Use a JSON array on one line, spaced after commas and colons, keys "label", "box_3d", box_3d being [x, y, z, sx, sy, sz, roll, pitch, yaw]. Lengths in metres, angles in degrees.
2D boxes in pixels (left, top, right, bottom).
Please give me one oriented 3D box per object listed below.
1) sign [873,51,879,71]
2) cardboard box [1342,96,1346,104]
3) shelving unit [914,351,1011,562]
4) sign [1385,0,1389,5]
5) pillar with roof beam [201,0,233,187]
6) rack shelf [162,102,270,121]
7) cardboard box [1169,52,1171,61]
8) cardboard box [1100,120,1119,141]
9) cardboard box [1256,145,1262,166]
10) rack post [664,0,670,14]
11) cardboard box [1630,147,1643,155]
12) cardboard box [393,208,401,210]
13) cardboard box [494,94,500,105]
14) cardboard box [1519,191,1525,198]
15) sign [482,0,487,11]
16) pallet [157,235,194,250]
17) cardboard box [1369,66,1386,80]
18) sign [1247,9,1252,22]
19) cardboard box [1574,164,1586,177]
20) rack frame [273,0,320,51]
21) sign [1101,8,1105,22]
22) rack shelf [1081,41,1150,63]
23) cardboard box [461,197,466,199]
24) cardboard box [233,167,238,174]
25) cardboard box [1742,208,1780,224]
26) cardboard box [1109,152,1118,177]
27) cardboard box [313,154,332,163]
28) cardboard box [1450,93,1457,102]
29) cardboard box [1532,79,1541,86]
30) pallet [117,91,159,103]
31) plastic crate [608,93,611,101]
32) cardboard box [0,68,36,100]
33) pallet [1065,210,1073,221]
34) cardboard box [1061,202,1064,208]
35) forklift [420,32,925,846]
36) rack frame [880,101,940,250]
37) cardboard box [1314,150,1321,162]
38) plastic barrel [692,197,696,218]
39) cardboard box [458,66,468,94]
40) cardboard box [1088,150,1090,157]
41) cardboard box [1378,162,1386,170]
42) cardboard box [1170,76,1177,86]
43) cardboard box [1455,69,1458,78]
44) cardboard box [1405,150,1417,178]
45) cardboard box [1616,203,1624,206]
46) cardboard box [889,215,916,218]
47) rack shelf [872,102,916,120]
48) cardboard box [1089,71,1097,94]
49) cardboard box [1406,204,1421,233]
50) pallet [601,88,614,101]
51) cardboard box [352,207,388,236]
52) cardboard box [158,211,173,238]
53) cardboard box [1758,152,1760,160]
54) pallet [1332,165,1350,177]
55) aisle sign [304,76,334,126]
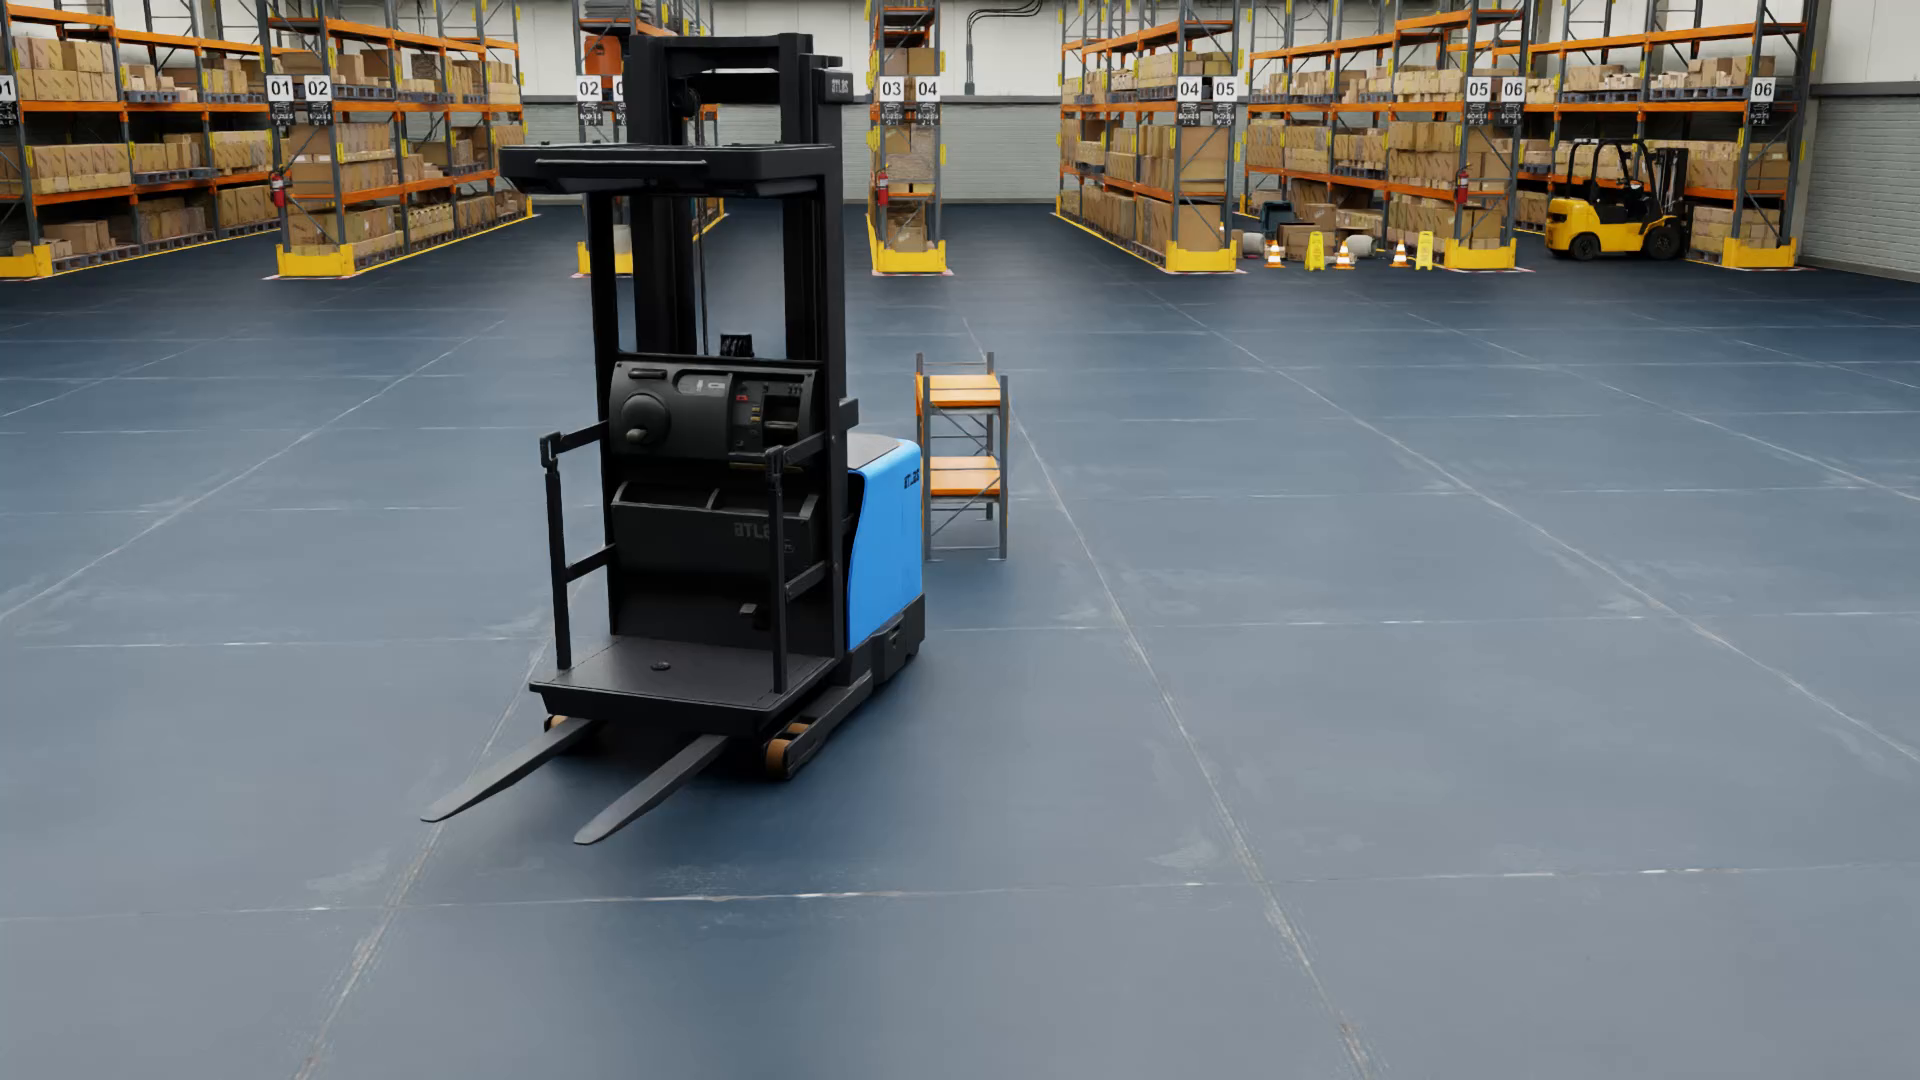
[{"label": "sign", "box_3d": [-1.389, -7.915, 27.472, 0.100, 0.325, 0.005, -1, 14, -3]}, {"label": "cardboard box", "box_3d": [8.411, -9.430, 35.640, 0.380, 0.149, 0.250, -1, 14, -3]}, {"label": "shelving unit", "box_3d": [0.000, -0.546, 10.393, 0.538, 1.125, 1.048, -1, 14, -3]}, {"label": "sign", "box_3d": [9.102, -11.586, 35.465, 0.100, 0.325, 0.005, -1, 14, -3]}, {"label": "pillar with roof beam", "box_3d": [-13.019, -11.925, 38.813, 9.100, 9.000, 0.400, -1, 14, -3]}, {"label": "rack shelf", "box_3d": [-16.285, -9.399, 36.460, 1.077, 0.370, 4.000, -1, 14, -3]}, {"label": "cardboard box", "box_3d": [3.749, -8.198, 28.210, 0.380, 0.149, 0.250, -1, 14, -3]}, {"label": "cardboard box", "box_3d": [3.595, -9.865, 40.046, 0.500, 0.500, 0.500, -1, 14, -2]}, {"label": "cardboard box", "box_3d": [7.882, -9.842, 42.556, 0.500, 0.500, 0.500, -1, 14, -4]}, {"label": "rack post", "box_3d": [-6.419, -11.297, 35.341, 0.624, 0.289, 0.986, -1, 14, -3]}, {"label": "cardboard box", "box_3d": [13.520, -7.706, 32.956, 0.380, 0.149, 0.250, 0, 14, -2]}, {"label": "cardboard box", "box_3d": [-11.375, -6.498, 33.311, 0.500, 0.311, 0.500, -1, 14, -4]}, {"label": "cardboard box", "box_3d": [-11.275, -10.499, 39.591, 0.500, 0.250, 0.500, -1, 14, -3]}, {"label": "cardboard box", "box_3d": [13.178, -8.013, 38.522, 0.380, 0.149, 0.250, -2, 15, -6]}, {"label": "sign", "box_3d": [-10.911, -12.314, 38.133, 0.100, 0.325, 0.005, -1, 14, -3]}, {"label": "pallet", "box_3d": [-16.041, -5.950, 33.227, 1.003, 0.211, 1.213, -1, 14, -3]}, {"label": "cardboard box", "box_3d": [8.561, -9.406, 33.499, 0.500, 0.250, 0.500, -1, 14, -3]}, {"label": "sign", "box_3d": [7.512, -13.597, 43.119, 0.100, 0.325, 0.005, -1, 14, -3]}, {"label": "cardboard box", "box_3d": [13.364, -7.817, 35.190, 0.500, 0.250, 0.500, -1, 14, -5]}, {"label": "rack frame", "box_3d": [-16.657, -12.692, 41.796, 1.000, 3.000, 0.127, -1, 14, -3]}, {"label": "sign", "box_3d": [3.687, -13.506, 42.765, 0.100, 0.325, 0.005, -1, 14, -3]}, {"label": "rack shelf", "box_3d": [3.503, -10.939, 37.228, 1.077, 0.370, 4.000, -1, 14, -3]}, {"label": "cardboard box", "box_3d": [-11.634, -7.615, 38.238, 0.500, 0.500, 0.500, -1, 14, -3]}, {"label": "cardboard box", "box_3d": [-16.058, -8.090, 36.414, 0.380, 0.149, 0.250, -1, 14, -3]}, {"label": "cardboard box", "box_3d": [14.170, -5.746, 29.507, 0.500, 0.250, 0.500, -1, 14, -4]}, {"label": "cardboard box", "box_3d": [3.420, -7.884, 34.949, 0.500, 0.500, 0.500, -1, 14, -4]}, {"label": "cardboard box", "box_3d": [-10.531, -6.348, 27.678, 0.380, 0.149, 0.250, -1, 14, -4]}, {"label": "cardboard box", "box_3d": [8.708, -7.667, 28.788, 0.380, 0.149, 0.250, -1, 14, -3]}, {"label": "cardboard box", "box_3d": [13.136, -10.315, 37.482, 0.380, 0.149, 0.250, -1, 14, -5]}, {"label": "pallet", "box_3d": [-15.845, -8.319, 31.197, 1.213, 0.211, 1.003, -1, 14, -3]}, {"label": "plastic crate", "box_3d": [-6.196, -7.875, 29.126, 0.392, 0.384, 0.575, -1, 14, -3]}, {"label": "cardboard box", "box_3d": [-15.436, -7.405, 27.028, 0.500, 0.500, 0.500, -1, 14, -2]}, {"label": "pallet", "box_3d": [3.224, -8.193, 41.945, 1.003, 0.211, 1.213, -1, 14, -3]}, {"label": "cardboard box", "box_3d": [2.845, -8.755, 43.413, 0.380, 0.149, 0.250, -1, 14, -2]}, {"label": "forklift", "box_3d": [-1.112, -0.558, 6.814, 1.130, 2.935, 3.031, 5, 15, 17]}, {"label": "rack frame", "box_3d": [-0.834, -6.037, 27.970, 1.000, 3.000, 0.127, -1, 14, -3]}, {"label": "cardboard box", "box_3d": [8.242, -8.593, 37.202, 0.500, 0.250, 0.500, -1, 14, -5]}, {"label": "plastic barrel", "box_3d": [-6.504, -7.996, 38.954, 0.600, 0.901, 0.708, -1, 14, -3]}, {"label": "cardboard box", "box_3d": [-11.443, -10.330, 37.391, 0.600, 0.600, 0.600, -1, 14, -4]}, {"label": "cardboard box", "box_3d": [3.077, -8.676, 37.289, 0.380, 0.149, 0.250, -1, 14, -4]}, {"label": "cardboard box", "box_3d": [8.502, -7.390, 32.890, 0.380, 0.149, 0.250, -1, 14, -3]}, {"label": "cardboard box", "box_3d": [3.764, -7.749, 28.063, 0.380, 0.149, 0.250, -1, 14, -4]}, {"label": "cardboard box", "box_3d": [8.764, -8.051, 28.683, 0.380, 0.149, 0.250, -1, 14, -2]}, {"label": "cardboard box", "box_3d": [8.631, -7.014, 30.969, 0.500, 0.500, 0.500, -1, 14, -4]}, {"label": "cardboard box", "box_3d": [13.720, -6.445, 33.479, 0.875, 0.625, 0.625, 0, 14, -1]}, {"label": "cardboard box", "box_3d": [-1.097, -5.924, 31.706, 0.500, 0.500, 0.500, -1, 14, -5]}, {"label": "rack shelf", "box_3d": [-1.206, -8.633, 33.485, 1.077, 0.370, 4.000, -1, 14, -3]}, {"label": "cardboard box", "box_3d": [3.344, -10.393, 37.829, 0.797, 0.503, 0.637, -1, 14, -4]}, {"label": "cardboard box", "box_3d": [8.652, -6.007, 31.023, 0.500, 0.500, 0.500, 0, 14, -1]}, {"label": "pallet", "box_3d": [-5.731, -7.529, 28.128, 1.003, 0.211, 1.213, -1, 14, -3]}, {"label": "cardboard box", "box_3d": [-10.668, -5.754, 30.040, 0.500, 0.500, 0.500, -1, 14, -3]}, {"label": "cardboard box", "box_3d": [-16.049, -6.243, 32.904, 0.700, 0.500, 0.500, -1, 14, -3]}, {"label": "cardboard box", "box_3d": [14.170, -6.779, 29.351, 0.380, 0.149, 0.250, -1, 14, -3]}, {"label": "pallet", "box_3d": [8.712, -7.911, 35.639, 1.213, 0.211, 1.003, -1, 14, -3]}, {"label": "aisle sign", "box_3d": [-10.412, -7.132, 27.010, 0.394, 0.787, 0.004, -1, 14, -3]}]
